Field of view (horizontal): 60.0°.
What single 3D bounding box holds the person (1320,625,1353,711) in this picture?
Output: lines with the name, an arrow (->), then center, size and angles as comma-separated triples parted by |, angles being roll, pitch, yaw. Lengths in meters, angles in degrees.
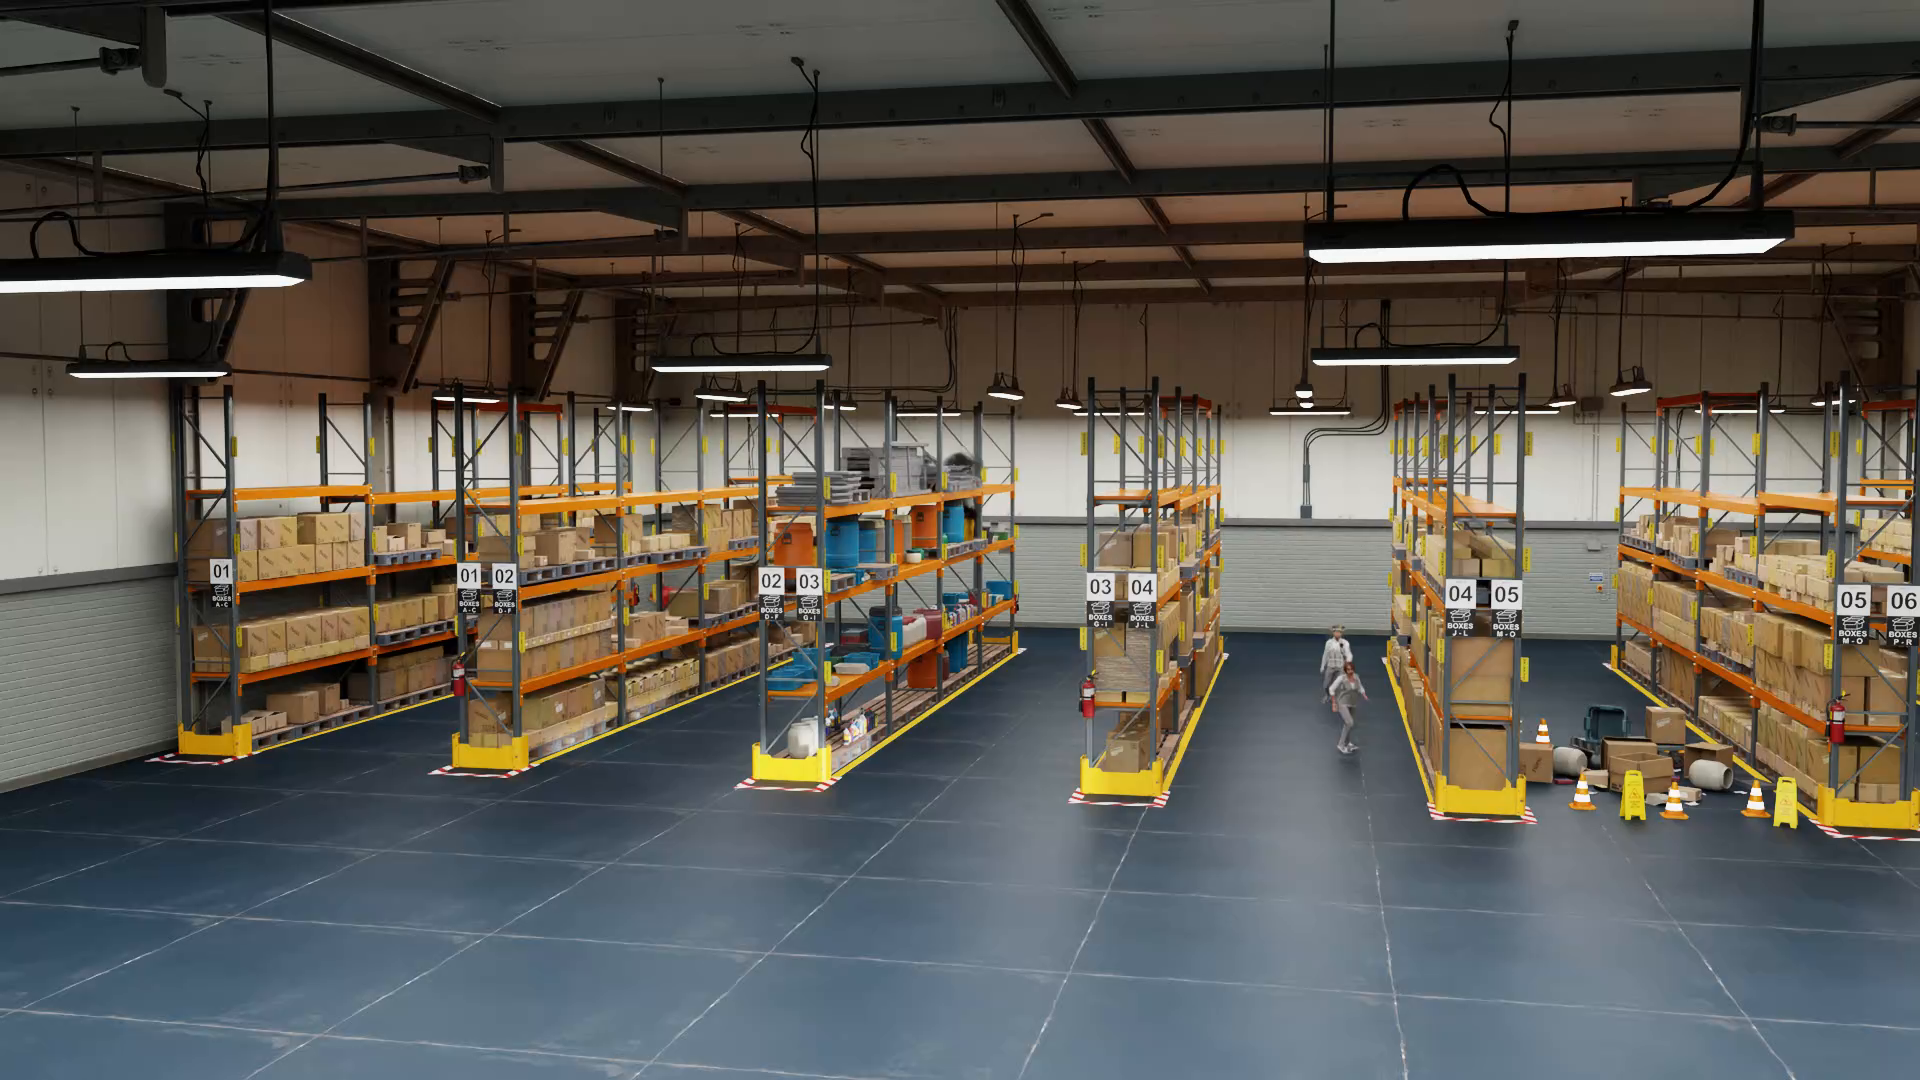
person -> 7.147, 2.412, 31.556 | 0.640, 1.648, 0.639 | 1, 3, 24

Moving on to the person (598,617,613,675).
person -> -7.379, 2.203, 34.416 | 0.695, 1.751, 0.948 | 0, 3, -5

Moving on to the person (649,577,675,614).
person -> -7.444, 1.814, 41.576 | 0.619, 1.792, 0.890 | 1, 3, 10

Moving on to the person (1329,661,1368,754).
person -> 6.380, 2.741, 27.238 | 0.571, 1.550, 0.753 | -2, 4, -28
